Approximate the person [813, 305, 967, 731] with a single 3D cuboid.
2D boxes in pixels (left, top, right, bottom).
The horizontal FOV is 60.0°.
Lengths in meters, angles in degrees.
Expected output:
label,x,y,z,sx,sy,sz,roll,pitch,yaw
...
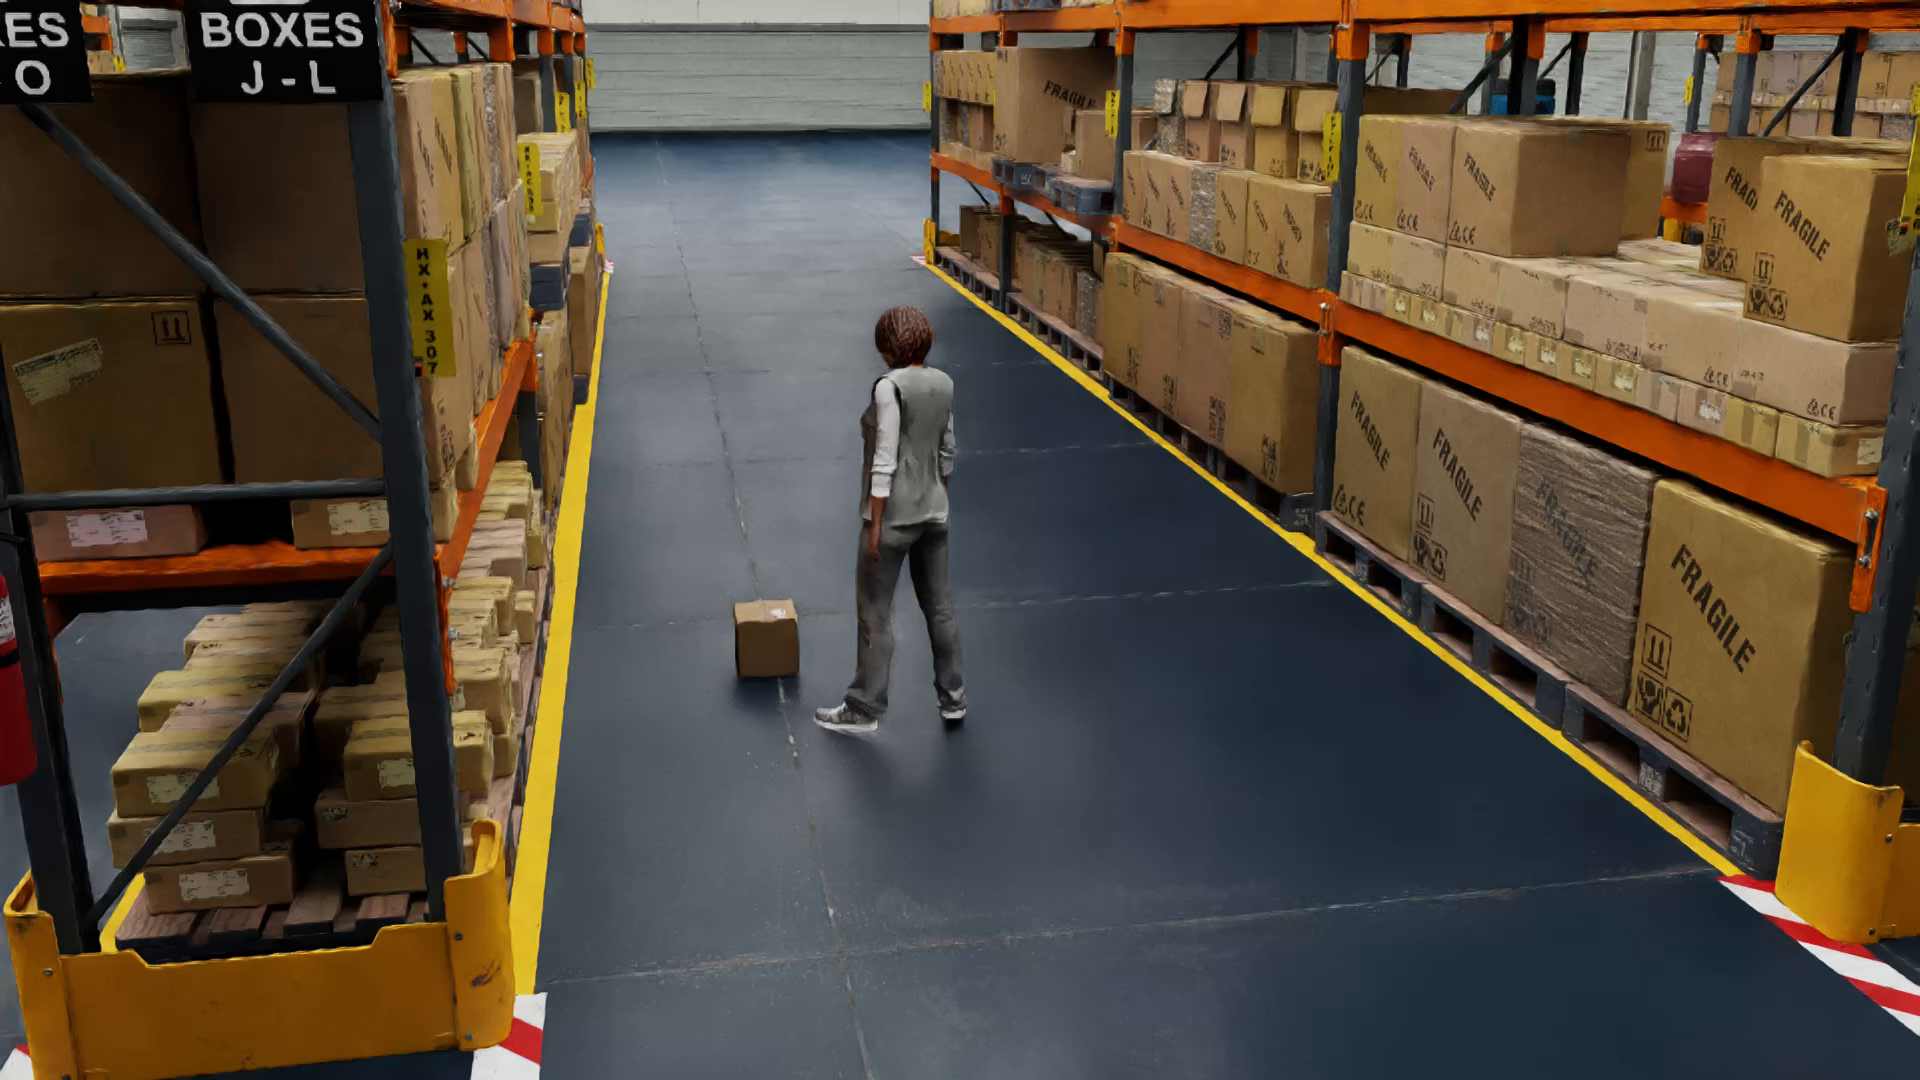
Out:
label,x,y,z,sx,sy,sz,roll,pitch,yaw
person,-0.227,-0.069,6.221,0.437,1.592,0.579,14,21,38
